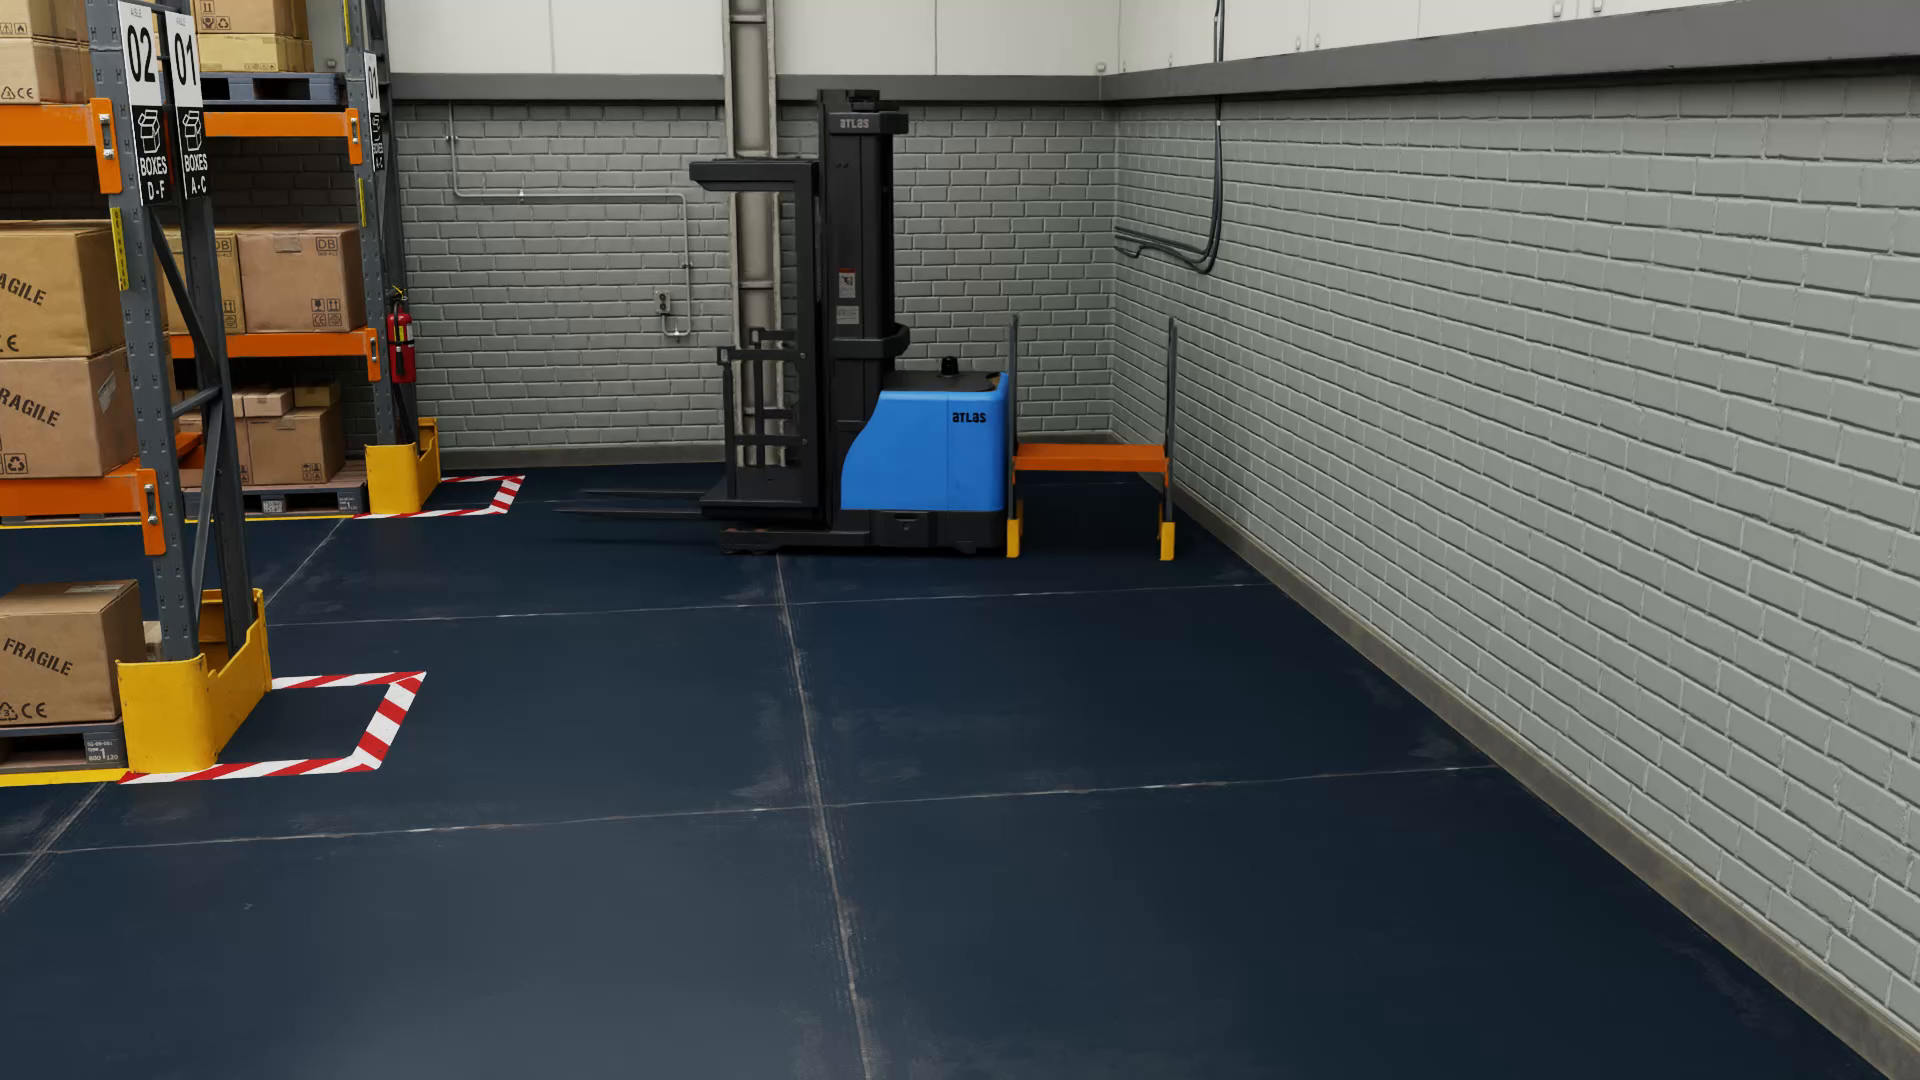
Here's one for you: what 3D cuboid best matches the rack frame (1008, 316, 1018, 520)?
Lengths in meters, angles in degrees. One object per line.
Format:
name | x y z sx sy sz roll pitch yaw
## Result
rack frame | 0.346 -0.686 10.873 0.032 1.500 0.500 1 14 4

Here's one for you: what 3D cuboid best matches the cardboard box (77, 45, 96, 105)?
cardboard box | -3.989 -2.014 7.229 0.500 0.250 0.500 -2 14 -8

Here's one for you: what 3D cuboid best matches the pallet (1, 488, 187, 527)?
pallet | -6.168 -0.337 12.132 1.213 0.211 1.003 -2 14 -8

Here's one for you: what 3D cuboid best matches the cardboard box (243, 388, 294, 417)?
cardboard box | -4.962 -0.989 11.940 0.250 0.149 0.380 -2 14 -9

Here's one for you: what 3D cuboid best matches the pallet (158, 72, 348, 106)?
pallet | -4.917 -3.163 11.685 1.213 0.211 1.003 -2 14 -8

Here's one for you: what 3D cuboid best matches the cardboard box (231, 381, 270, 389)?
cardboard box | -5.269 -1.071 12.270 0.250 0.149 0.380 -2 14 -8

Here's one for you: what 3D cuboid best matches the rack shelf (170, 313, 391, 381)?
rack shelf | -6.163 -1.359 11.955 4.000 0.370 1.077 -2 14 -8

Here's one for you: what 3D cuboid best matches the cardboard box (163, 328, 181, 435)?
cardboard box | -3.922 -0.685 7.583 0.500 0.500 0.500 -2 14 -7

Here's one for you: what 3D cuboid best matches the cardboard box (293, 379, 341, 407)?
cardboard box | -4.769 -1.090 12.344 0.250 0.149 0.380 -2 14 -8

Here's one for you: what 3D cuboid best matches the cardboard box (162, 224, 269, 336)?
cardboard box | -5.406 -1.876 11.921 0.700 0.700 0.980 -2 14 -9

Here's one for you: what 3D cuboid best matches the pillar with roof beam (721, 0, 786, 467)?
pillar with roof beam | -1.003 -3.961 8.518 0.400 9.000 9.100 -2 14 -8

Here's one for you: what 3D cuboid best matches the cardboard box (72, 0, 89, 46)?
cardboard box | -3.990 -2.258 7.174 0.500 0.250 0.500 -2 14 -8

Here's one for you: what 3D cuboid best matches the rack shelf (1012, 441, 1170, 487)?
rack shelf | 0.853 -0.502 10.880 1.000 0.185 0.538 1 14 4

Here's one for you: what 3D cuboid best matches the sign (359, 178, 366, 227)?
sign | -4.118 -2.326 11.465 0.005 0.325 0.100 -2 14 -8

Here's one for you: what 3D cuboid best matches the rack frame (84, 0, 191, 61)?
rack frame | -3.443 -3.499 6.676 0.127 3.000 1.000 -2 14 -8

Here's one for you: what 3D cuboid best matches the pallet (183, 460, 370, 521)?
pallet | -4.964 -0.381 12.305 1.213 0.211 1.003 -2 14 -8

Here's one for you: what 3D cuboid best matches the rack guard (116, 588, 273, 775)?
rack guard | -3.519 0.626 7.699 0.348 0.500 1.175 -2 14 -8

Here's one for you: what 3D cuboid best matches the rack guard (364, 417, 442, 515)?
rack guard | -4.161 -0.569 12.464 0.348 0.500 1.175 -2 14 -8

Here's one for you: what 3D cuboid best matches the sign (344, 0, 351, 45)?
sign | -4.118 -3.496 11.171 0.005 0.325 0.100 -2 14 -8

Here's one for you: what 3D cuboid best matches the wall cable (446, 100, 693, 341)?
wall cable | -3.060 -2.548 13.125 1.851 1.984 0.084 -2 14 -8

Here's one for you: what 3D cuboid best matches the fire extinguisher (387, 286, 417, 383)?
fire extinguisher | -3.967 -1.457 11.791 0.183 0.674 0.296 -2 14 -8

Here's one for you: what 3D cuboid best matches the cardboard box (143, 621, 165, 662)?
cardboard box | -3.909 0.512 7.968 0.250 0.149 0.380 -2 14 -8

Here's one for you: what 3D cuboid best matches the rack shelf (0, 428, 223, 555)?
rack shelf | -5.421 -0.168 7.205 4.000 0.370 1.077 -2 14 -8

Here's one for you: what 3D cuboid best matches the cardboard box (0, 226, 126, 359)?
cardboard box | -3.843 -1.041 6.944 0.500 0.500 0.500 -2 14 -9

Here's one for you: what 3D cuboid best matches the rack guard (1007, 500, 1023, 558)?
rack guard | 0.366 -0.079 11.024 0.087 0.250 0.587 1 14 4

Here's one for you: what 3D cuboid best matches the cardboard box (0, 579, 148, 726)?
cardboard box | -3.944 0.489 7.342 0.500 0.500 0.500 -2 14 -8

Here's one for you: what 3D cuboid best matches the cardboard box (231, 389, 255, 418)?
cardboard box | -5.215 -0.979 11.903 0.250 0.149 0.380 -2 14 -7

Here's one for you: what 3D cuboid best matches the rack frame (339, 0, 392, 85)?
rack frame | -4.185 -4.691 11.427 0.127 3.000 1.000 -2 14 -8

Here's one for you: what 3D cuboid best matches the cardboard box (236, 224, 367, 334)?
cardboard box | -4.688 -1.906 12.037 0.700 0.700 0.980 -1 14 -6

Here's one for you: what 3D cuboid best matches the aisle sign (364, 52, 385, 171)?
aisle sign | -4.069 -2.972 11.563 0.004 0.787 0.394 -2 14 -8

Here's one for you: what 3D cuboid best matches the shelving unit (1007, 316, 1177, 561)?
shelving unit | 0.862 -0.676 10.835 1.083 1.500 0.587 1 14 4

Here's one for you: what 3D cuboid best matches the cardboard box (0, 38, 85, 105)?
cardboard box | -3.912 -1.890 6.732 0.500 0.250 0.500 -2 14 -8

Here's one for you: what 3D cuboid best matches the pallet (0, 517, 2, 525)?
pallet | -7.377 -0.292 11.953 1.213 0.211 1.003 -2 14 -8

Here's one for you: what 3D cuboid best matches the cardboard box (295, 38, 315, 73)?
cardboard box | -4.944 -3.448 11.877 0.500 0.250 0.500 -1 14 -5

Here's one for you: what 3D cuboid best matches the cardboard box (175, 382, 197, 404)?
cardboard box | -5.768 -1.053 12.196 0.250 0.149 0.380 -2 14 -8

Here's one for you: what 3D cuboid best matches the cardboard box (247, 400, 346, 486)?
cardboard box | -4.862 -0.723 12.213 0.500 0.500 0.700 -2 14 -8

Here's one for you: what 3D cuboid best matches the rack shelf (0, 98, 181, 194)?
rack shelf | -5.421 -1.623 6.840 4.000 0.370 1.077 -2 14 -8

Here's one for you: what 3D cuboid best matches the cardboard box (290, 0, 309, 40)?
cardboard box | -4.943 -3.811 11.782 0.500 0.500 0.500 -3 14 -10

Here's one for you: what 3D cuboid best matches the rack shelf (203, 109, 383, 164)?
rack shelf | -6.163 -2.814 11.590 4.000 0.370 1.077 -2 14 -8

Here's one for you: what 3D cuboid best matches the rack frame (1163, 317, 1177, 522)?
rack frame | 1.360 -0.667 10.798 0.032 1.500 0.500 1 14 4

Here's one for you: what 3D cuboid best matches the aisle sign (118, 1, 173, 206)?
aisle sign | -3.330 -1.779 6.806 0.004 0.787 0.394 -2 14 -8

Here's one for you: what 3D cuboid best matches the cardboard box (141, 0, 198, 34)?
cardboard box | -5.365 -3.671 11.226 0.500 0.500 0.500 -2 14 -7

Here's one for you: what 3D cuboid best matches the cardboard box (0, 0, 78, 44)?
cardboard box | -3.914 -2.134 6.680 0.500 0.250 0.500 -2 14 -8

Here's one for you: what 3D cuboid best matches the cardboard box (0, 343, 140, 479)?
cardboard box | -3.846 -0.556 7.068 0.500 0.500 0.500 -2 14 -7

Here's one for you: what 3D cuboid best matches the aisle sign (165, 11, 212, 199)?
aisle sign | -3.420 -1.924 7.381 0.004 0.787 0.394 -2 14 -8

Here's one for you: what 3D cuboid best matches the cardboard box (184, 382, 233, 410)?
cardboard box | -5.517 -1.062 12.234 0.250 0.149 0.380 -2 14 -8

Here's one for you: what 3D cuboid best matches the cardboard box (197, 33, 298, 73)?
cardboard box | -4.870 -3.325 11.386 0.500 0.250 0.500 -2 14 -7

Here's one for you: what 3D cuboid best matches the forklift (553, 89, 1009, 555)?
forklift | -1.180 -1.454 10.993 3.031 2.935 1.130 1 14 4

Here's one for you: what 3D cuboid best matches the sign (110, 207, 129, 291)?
sign | -3.381 -1.170 6.691 0.005 0.325 0.100 -2 14 -8

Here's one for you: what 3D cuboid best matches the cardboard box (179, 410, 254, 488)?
cardboard box | -5.357 -0.705 12.140 0.500 0.500 0.700 -2 14 -8

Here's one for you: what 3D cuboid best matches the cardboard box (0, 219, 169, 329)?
cardboard box | -3.922 -1.170 7.461 0.500 0.500 0.500 -2 14 -7

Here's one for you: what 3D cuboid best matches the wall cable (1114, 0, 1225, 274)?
wall cable | 1.461 -3.304 12.279 0.112 2.526 3.097 -2 14 -8

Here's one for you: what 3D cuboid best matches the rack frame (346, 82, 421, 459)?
rack frame | -4.185 -1.781 12.157 0.127 3.000 1.000 -2 14 -8

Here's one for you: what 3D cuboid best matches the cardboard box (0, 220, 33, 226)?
cardboard box | -4.437 -1.150 7.378 0.500 0.500 0.500 -2 14 -8

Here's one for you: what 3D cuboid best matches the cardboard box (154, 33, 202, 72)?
cardboard box | -5.384 -3.306 11.310 0.500 0.250 0.500 -3 14 -10

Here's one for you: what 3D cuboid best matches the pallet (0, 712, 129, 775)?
pallet | -4.307 0.795 7.618 1.213 0.211 1.003 -2 14 -8

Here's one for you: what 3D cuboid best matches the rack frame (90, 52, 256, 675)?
rack frame | -3.443 -0.589 7.406 0.127 3.000 1.000 -2 14 -8

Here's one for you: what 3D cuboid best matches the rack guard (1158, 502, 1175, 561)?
rack guard | 1.359 -0.061 10.950 0.087 0.250 0.587 1 14 4

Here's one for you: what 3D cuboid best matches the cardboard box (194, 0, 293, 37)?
cardboard box | -4.868 -3.687 11.288 0.500 0.500 0.500 -2 14 -8
